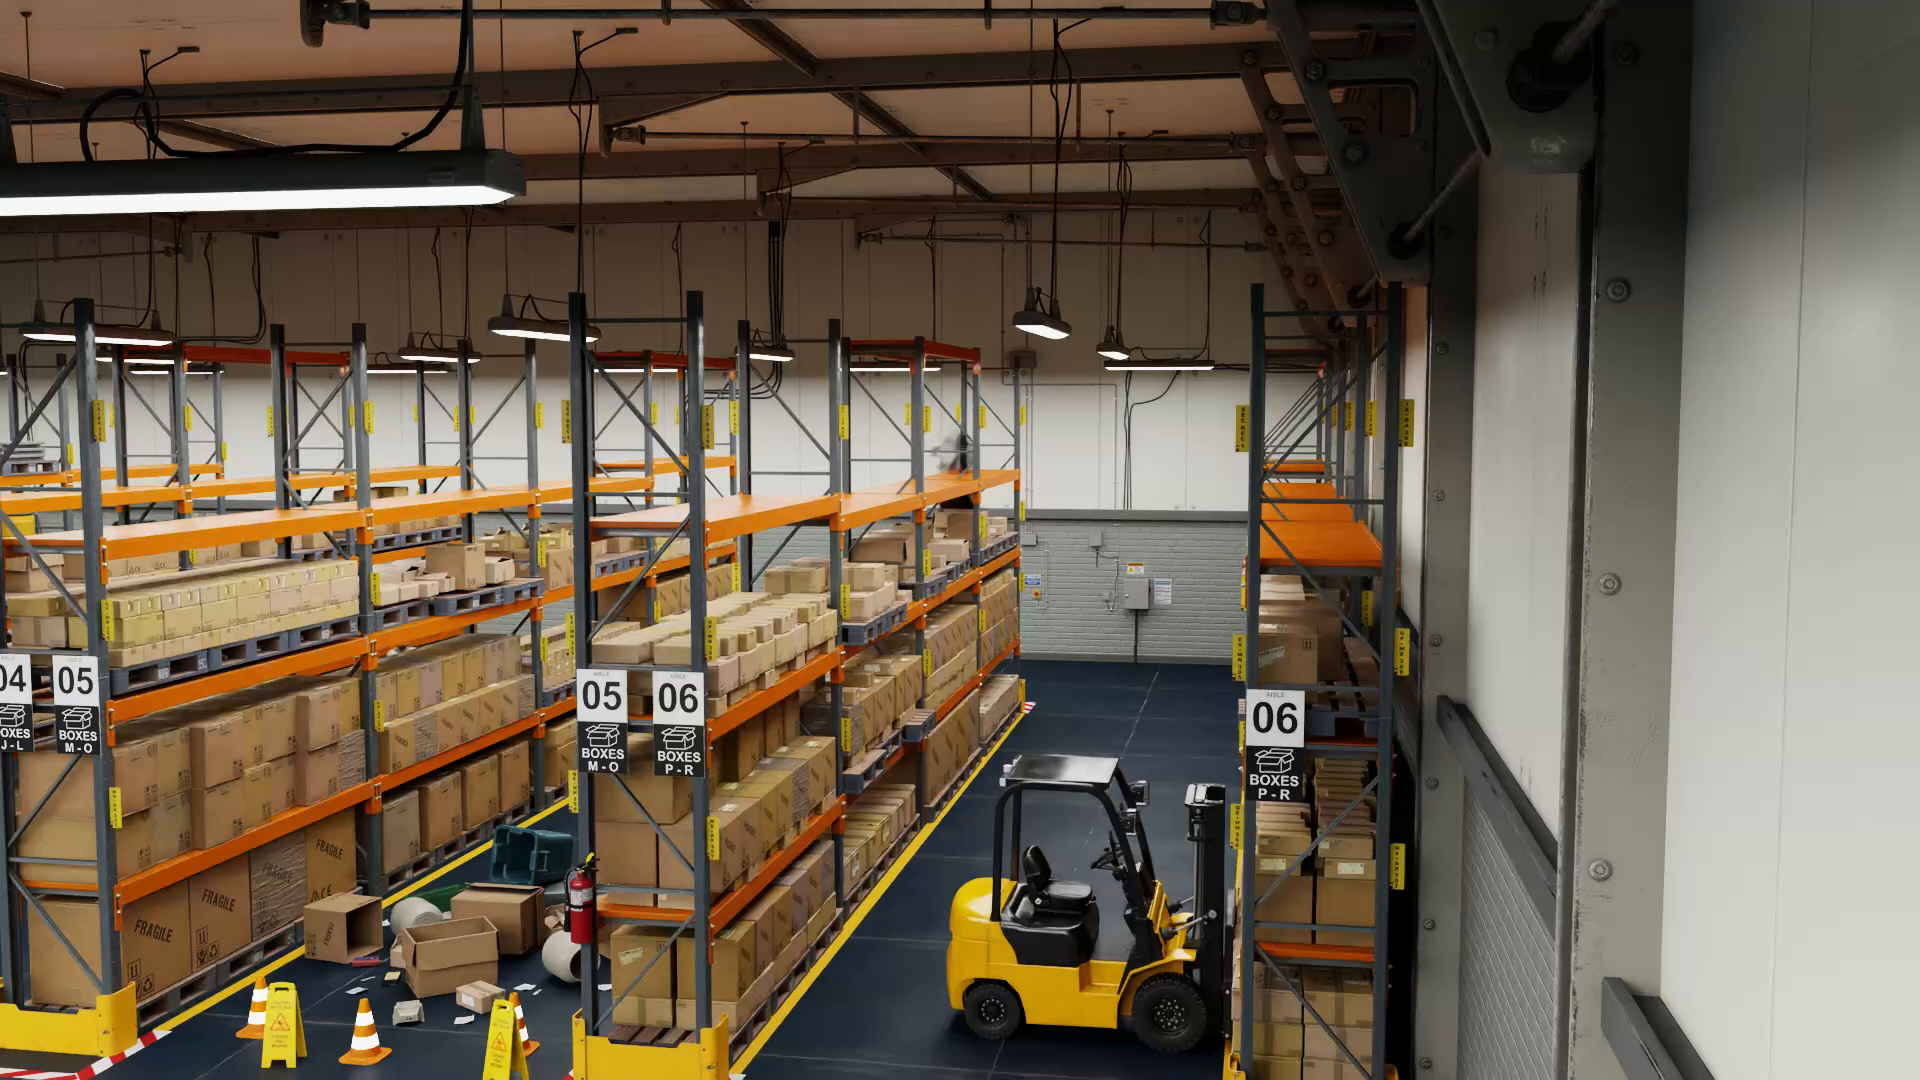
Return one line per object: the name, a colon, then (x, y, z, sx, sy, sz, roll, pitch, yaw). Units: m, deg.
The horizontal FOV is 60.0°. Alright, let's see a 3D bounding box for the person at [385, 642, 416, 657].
person: (-8.430, 2.256, 25.210, 0.645, 1.829, 0.772, 1, 5, 9)
